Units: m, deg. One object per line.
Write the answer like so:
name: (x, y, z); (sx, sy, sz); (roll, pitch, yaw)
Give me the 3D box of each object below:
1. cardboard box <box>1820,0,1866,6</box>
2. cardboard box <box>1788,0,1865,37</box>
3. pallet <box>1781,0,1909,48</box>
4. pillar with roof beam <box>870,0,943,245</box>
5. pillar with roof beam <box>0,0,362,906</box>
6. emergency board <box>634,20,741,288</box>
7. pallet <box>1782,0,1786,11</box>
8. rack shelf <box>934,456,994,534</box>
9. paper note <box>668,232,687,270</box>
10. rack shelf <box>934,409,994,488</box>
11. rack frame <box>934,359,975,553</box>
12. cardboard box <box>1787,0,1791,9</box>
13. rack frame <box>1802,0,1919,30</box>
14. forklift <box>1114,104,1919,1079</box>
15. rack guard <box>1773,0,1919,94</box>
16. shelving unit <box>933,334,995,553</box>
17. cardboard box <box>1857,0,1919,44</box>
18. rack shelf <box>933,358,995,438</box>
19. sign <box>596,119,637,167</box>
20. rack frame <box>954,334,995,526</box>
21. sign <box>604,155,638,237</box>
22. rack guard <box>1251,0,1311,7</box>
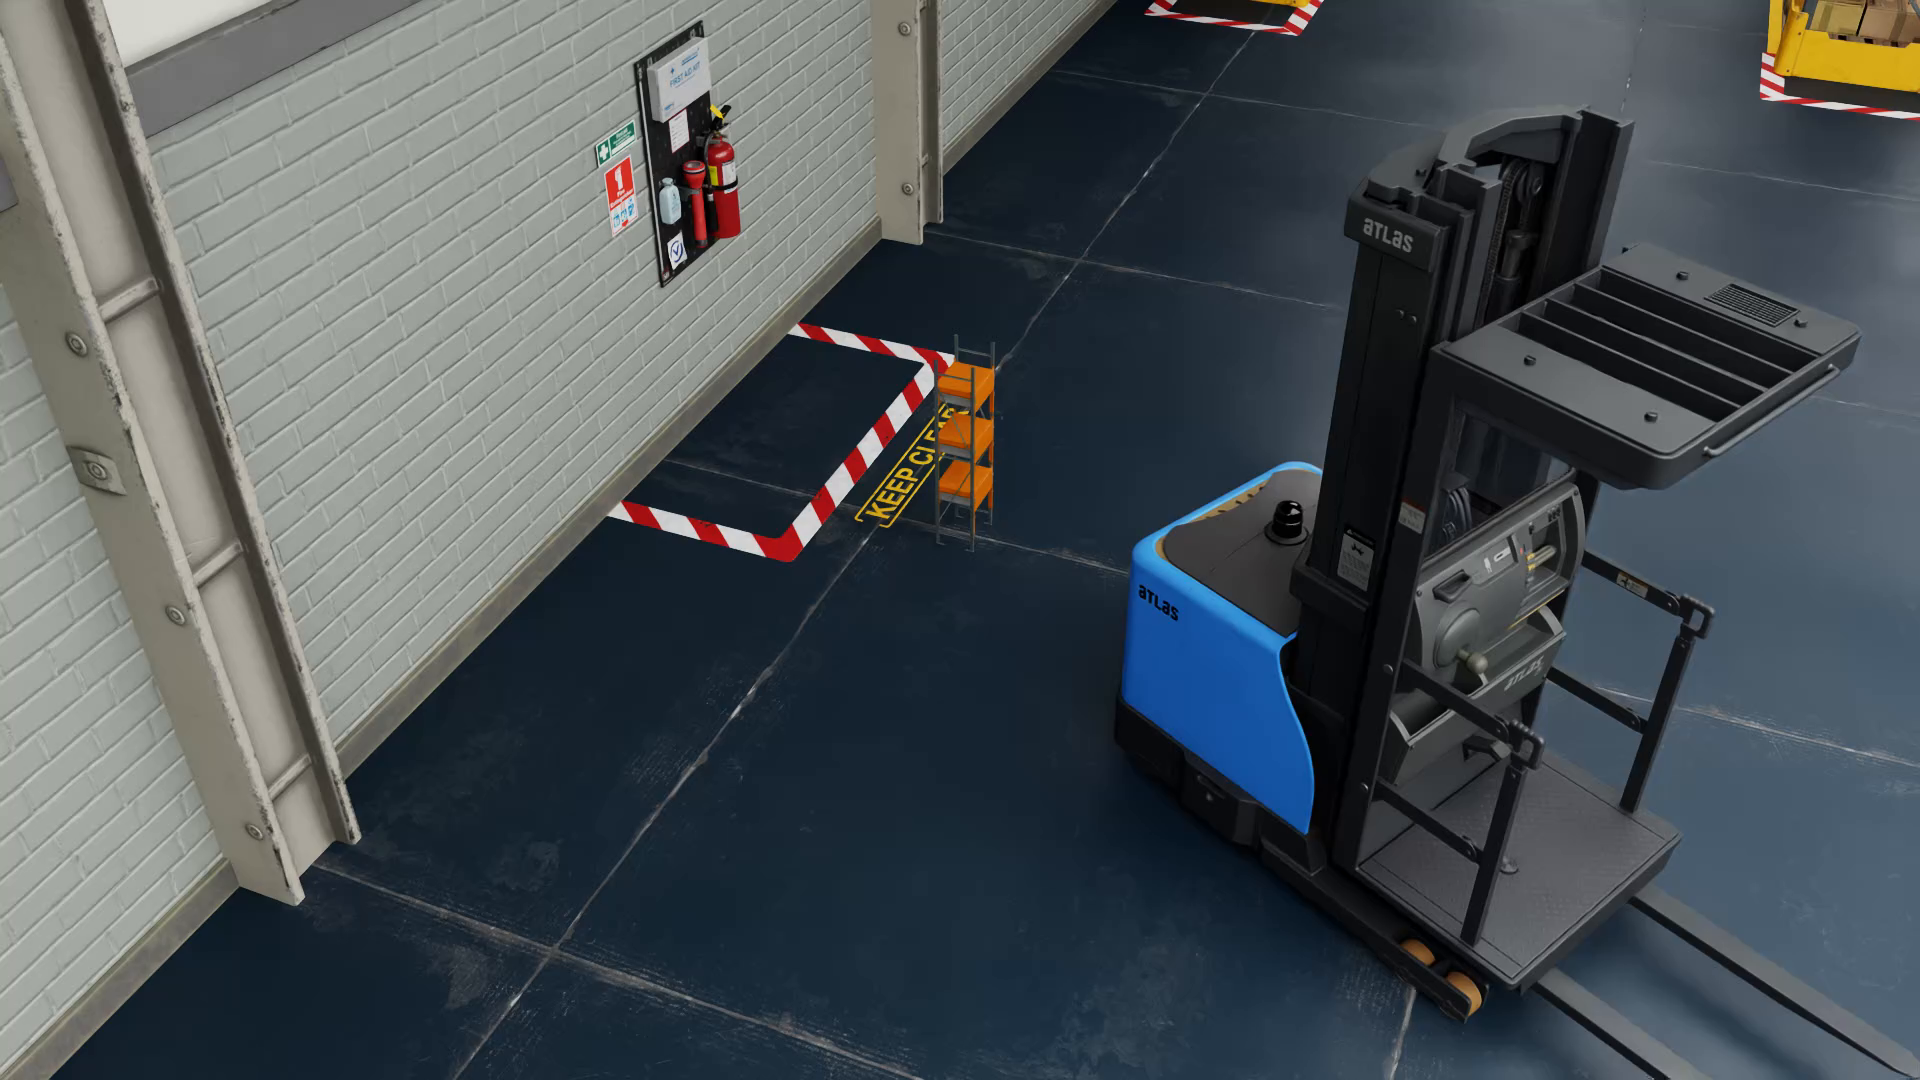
cardboard box: (7.000, -4.607, 13.228); (0.500, 0.500, 0.500); (14, 39, 18)
cardboard box: (7.002, -4.306, 13.451); (0.500, 0.250, 0.500); (14, 39, 18)
pallet: (7.324, -4.191, 13.681); (1.003, 0.211, 1.213); (14, 39, 18)
pillar with roof beam: (3.653, -4.686, 7.003); (9.100, 9.000, 0.400); (14, 39, 18)
pillar with roof beam: (1.370, -1.364, 2.559); (9.100, 9.000, 0.400); (14, 39, 18)
emergency board: (-1.303, -1.904, 8.293); (0.194, 1.169, 0.643); (14, 39, 18)
pallet: (7.789, -4.864, 14.581); (1.003, 0.211, 1.213); (14, 39, 18)
rack shelf: (0.020, -0.219, 8.148); (0.215, 0.259, 0.240); (14, 39, 18)
paper note: (-1.435, -1.469, 8.446); (0.016, 0.148, 0.142); (14, 39, 18)
rack shelf: (0.020, -0.442, 7.982); (0.215, 0.259, 0.240); (14, 39, 18)
rack frame: (-0.026, -0.383, 7.885); (0.200, 1.050, 0.008); (14, 39, 18)
cardboard box: (7.181, -4.586, 13.826); (0.500, 0.250, 0.500); (14, 39, 18)
rack frame: (7.071, -4.875, 12.267); (1.000, 3.000, 0.127); (14, 39, 18)
forklift: (1.980, 0.196, 5.539); (1.130, 2.935, 3.031); (-27, 44, -31)
rack guard: (7.062, -3.860, 12.997); (1.175, 0.500, 0.348); (14, 39, 18)
shelving unit: (0.020, -0.450, 7.975); (0.215, 1.050, 0.252); (14, 39, 18)
cardboard box: (7.481, -4.188, 13.294); (0.500, 0.250, 0.500); (14, 39, 18)
rack shelf: (0.020, -0.669, 7.812); (0.215, 0.259, 0.240); (14, 39, 18)
sign: (-1.599, -1.849, 7.746); (0.001, 0.109, 0.331); (14, 39, 18)
rack frame: (0.067, -0.518, 8.066); (0.200, 1.050, 0.008); (14, 39, 18)
sign: (-1.609, -1.636, 7.904); (0.001, 0.329, 0.234); (14, 39, 18)
rack guard: (2.518, -5.042, 14.578); (1.175, 0.500, 0.348); (14, 39, 18)
